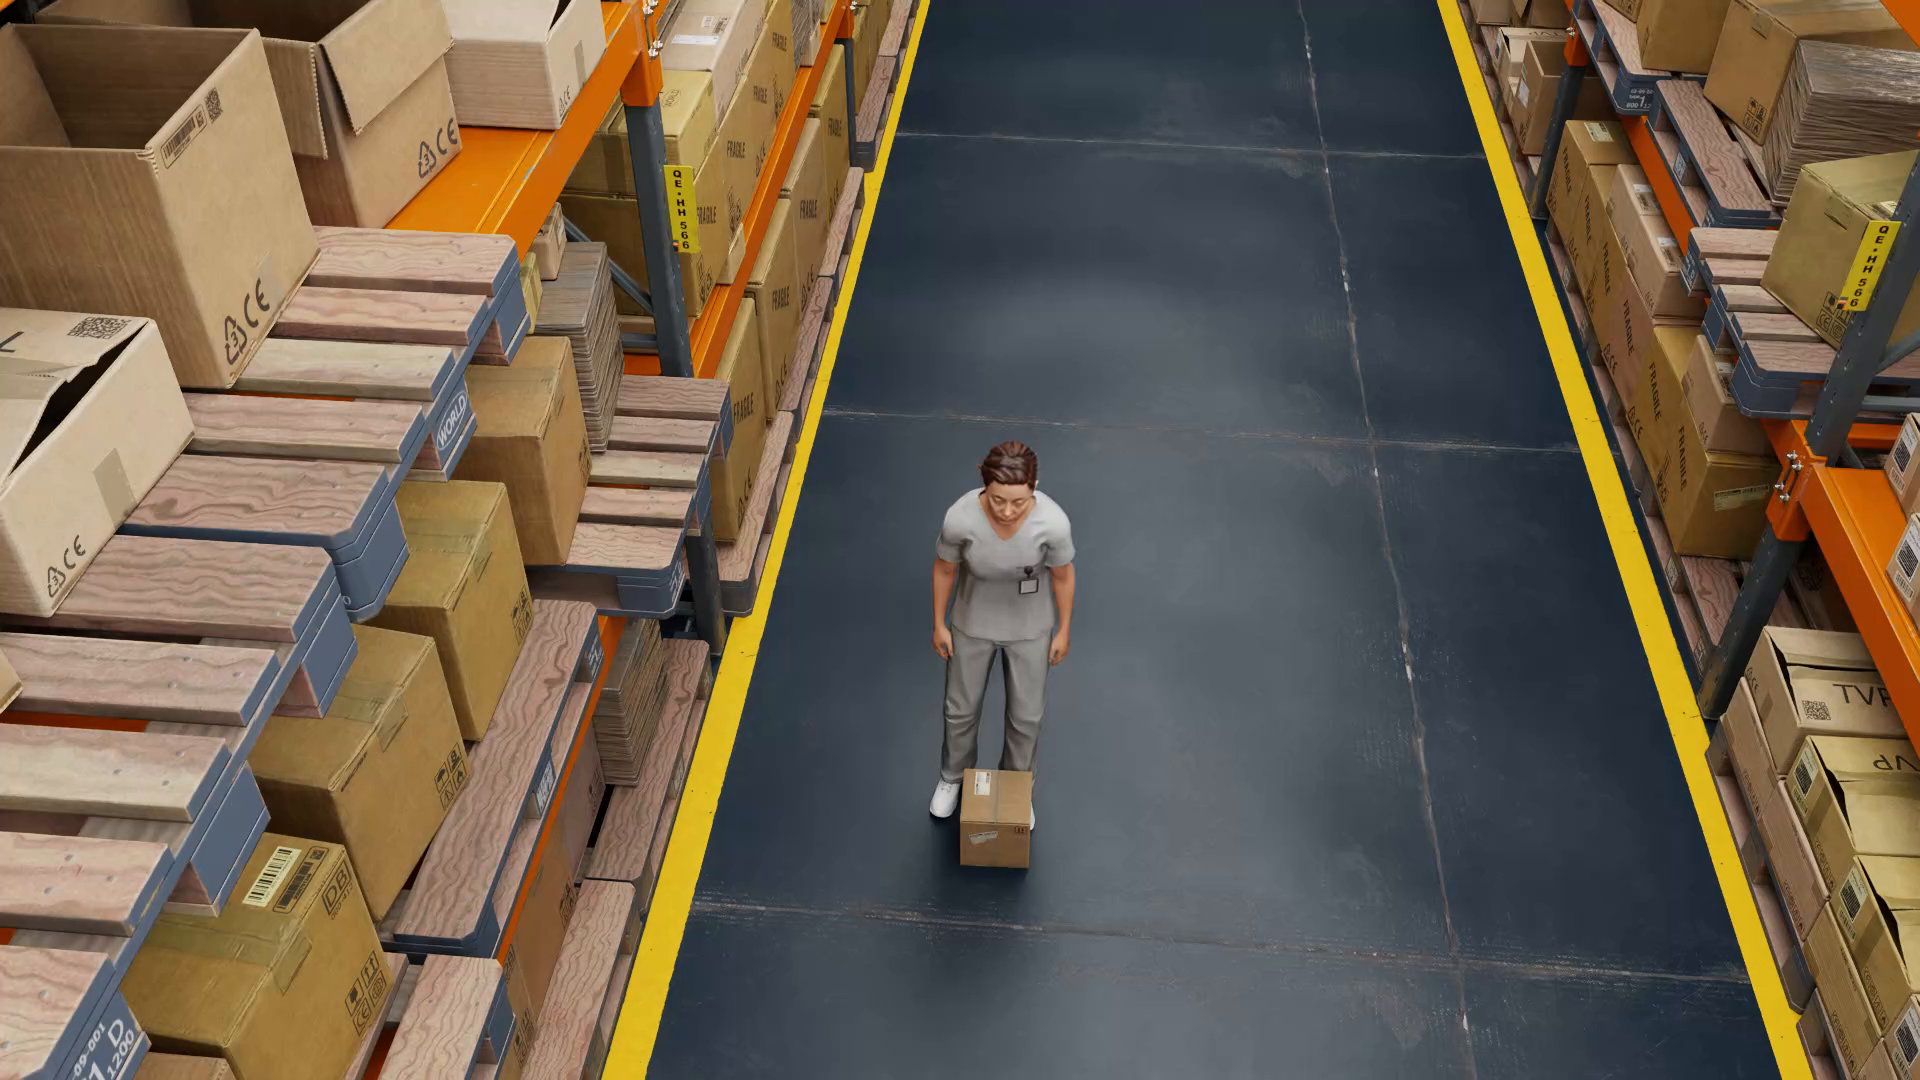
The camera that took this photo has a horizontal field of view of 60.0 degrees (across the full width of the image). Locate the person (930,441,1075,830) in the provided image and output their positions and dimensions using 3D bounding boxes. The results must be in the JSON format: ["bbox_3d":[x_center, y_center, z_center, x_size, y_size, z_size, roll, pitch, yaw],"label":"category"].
[{"bbox_3d":[0.141,0.329,5.769,0.496,1.672,0.405,3,40,3],"label":"person"}]
